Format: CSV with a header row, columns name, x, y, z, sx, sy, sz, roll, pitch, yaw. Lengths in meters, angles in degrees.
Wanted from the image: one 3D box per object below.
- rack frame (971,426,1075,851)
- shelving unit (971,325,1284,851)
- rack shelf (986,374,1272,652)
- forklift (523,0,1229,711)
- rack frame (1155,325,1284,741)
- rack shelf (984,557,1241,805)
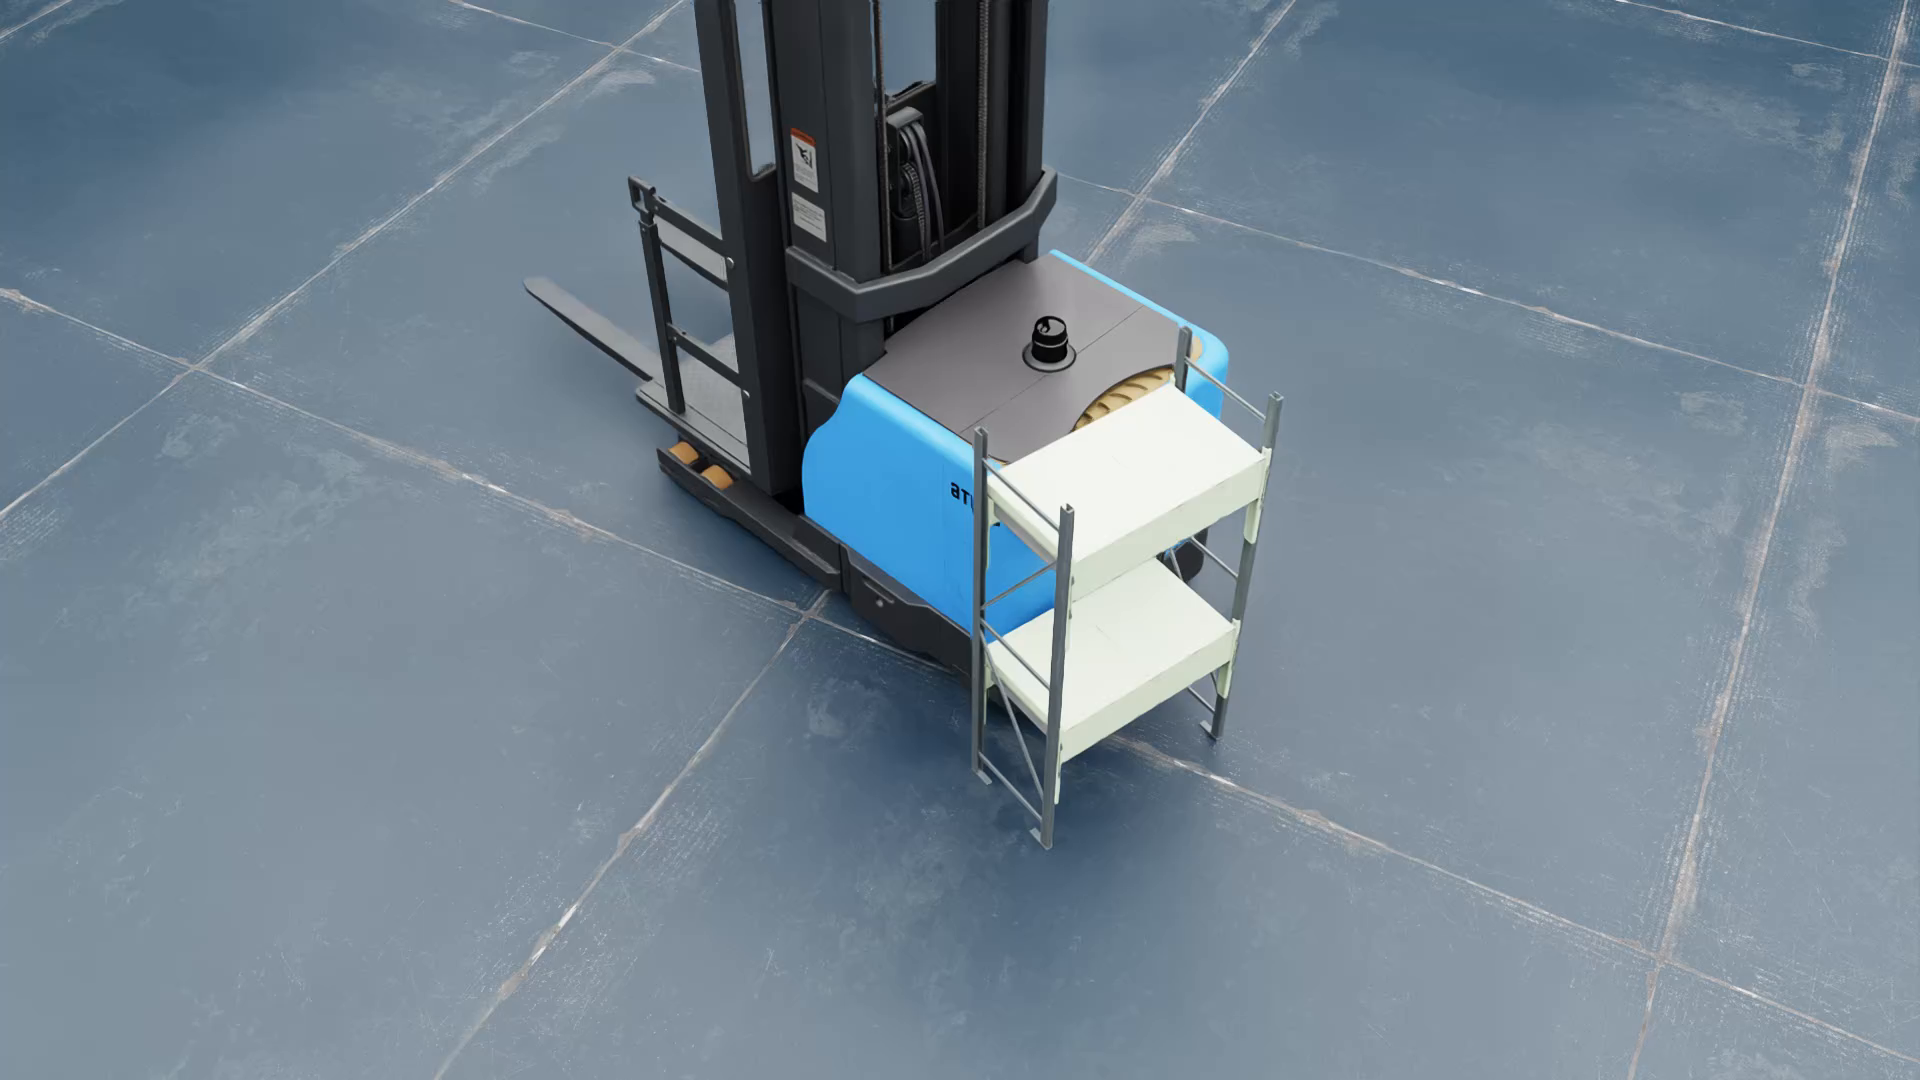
name,x,y,z,sx,sy,sz,roll,pitch,yaw
rack frame,0.165,0.340,4.859,0.023,1.500,0.400,-28,52,-25
shelving unit,0.459,0.185,5.012,0.755,1.500,0.431,-28,52,-25
rack shelf,0.459,-0.089,4.735,0.720,0.370,0.431,-28,52,-25
forklift,-0.523,-1.387,5.561,3.031,2.935,1.130,34,55,29
rack frame,0.753,0.030,5.165,0.023,1.500,0.400,-28,52,-25
rack shelf,0.459,0.415,5.244,0.720,0.370,0.431,-28,52,-25
